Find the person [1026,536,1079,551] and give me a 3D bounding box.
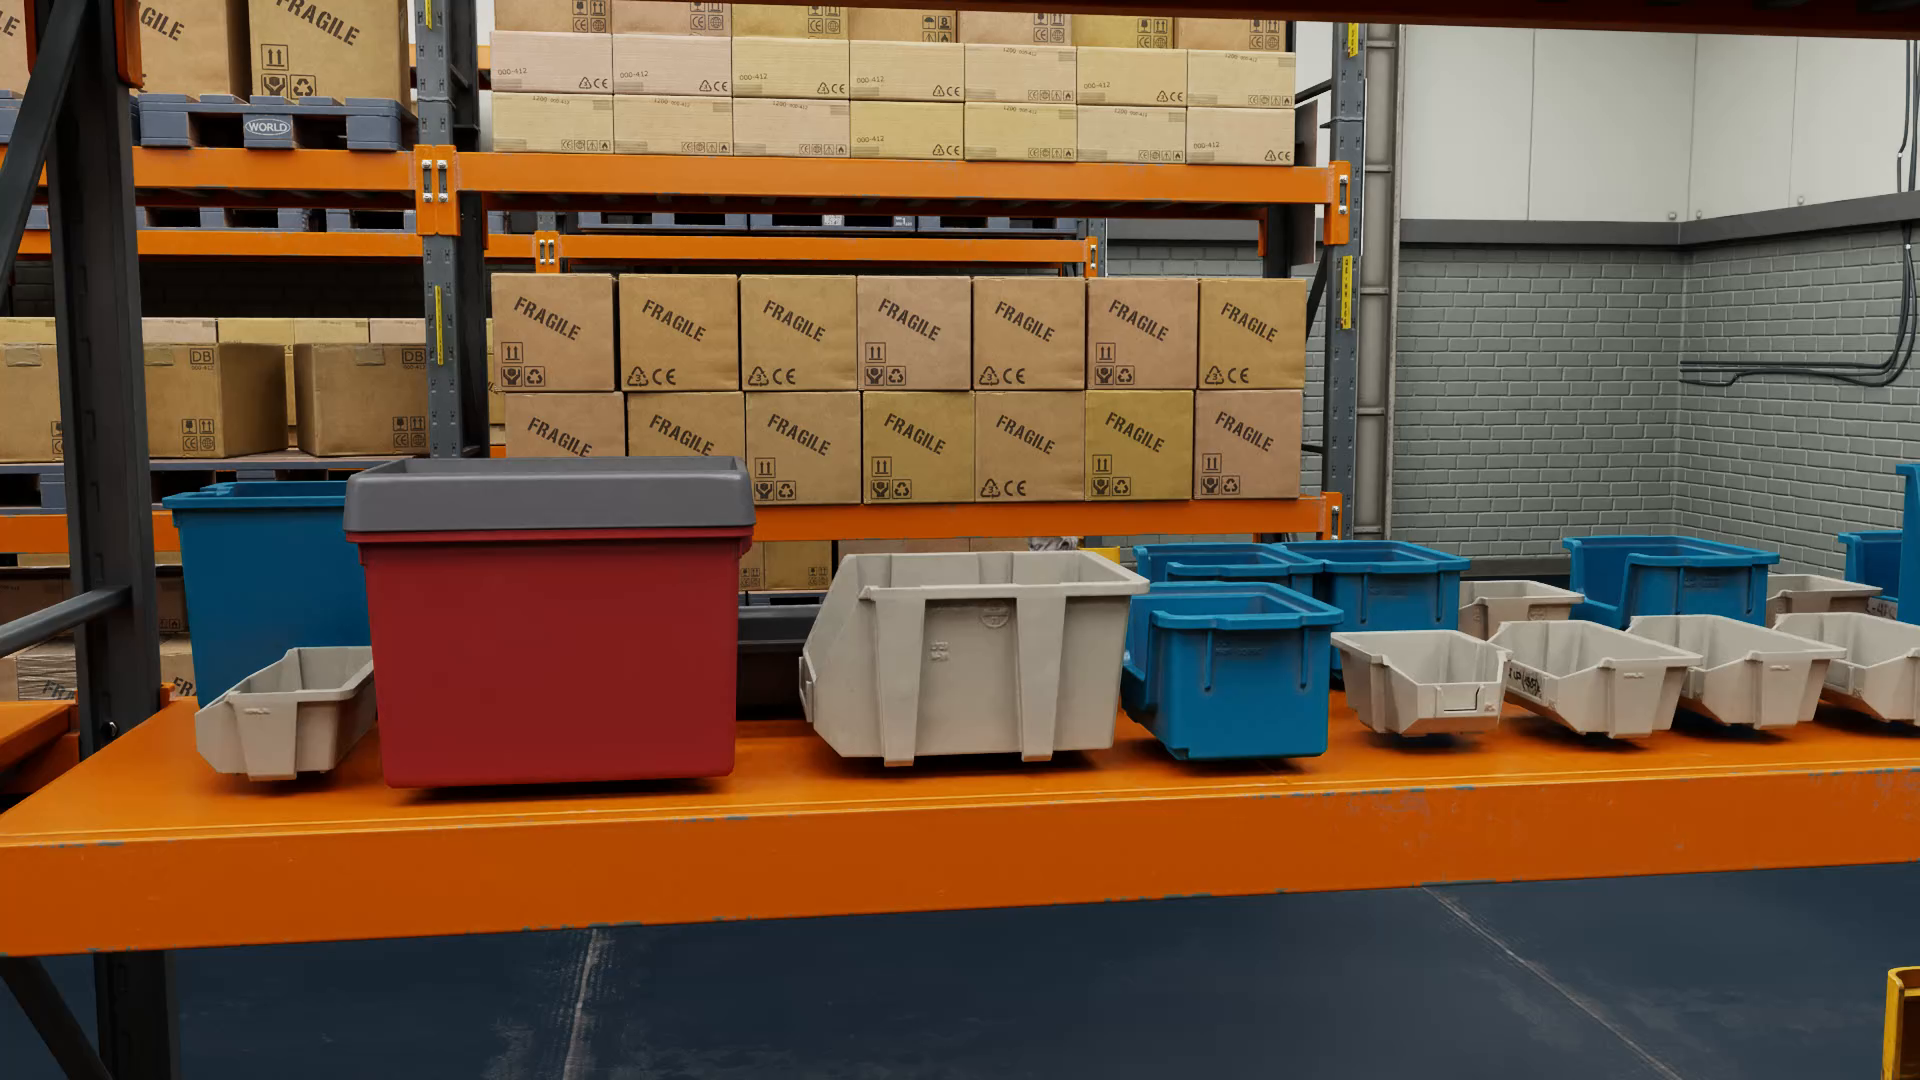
[{"bbox_3d":[0.572,-0.072,10.274,0.445,1.781,0.622,-1,7,-11],"label":"person"}]
